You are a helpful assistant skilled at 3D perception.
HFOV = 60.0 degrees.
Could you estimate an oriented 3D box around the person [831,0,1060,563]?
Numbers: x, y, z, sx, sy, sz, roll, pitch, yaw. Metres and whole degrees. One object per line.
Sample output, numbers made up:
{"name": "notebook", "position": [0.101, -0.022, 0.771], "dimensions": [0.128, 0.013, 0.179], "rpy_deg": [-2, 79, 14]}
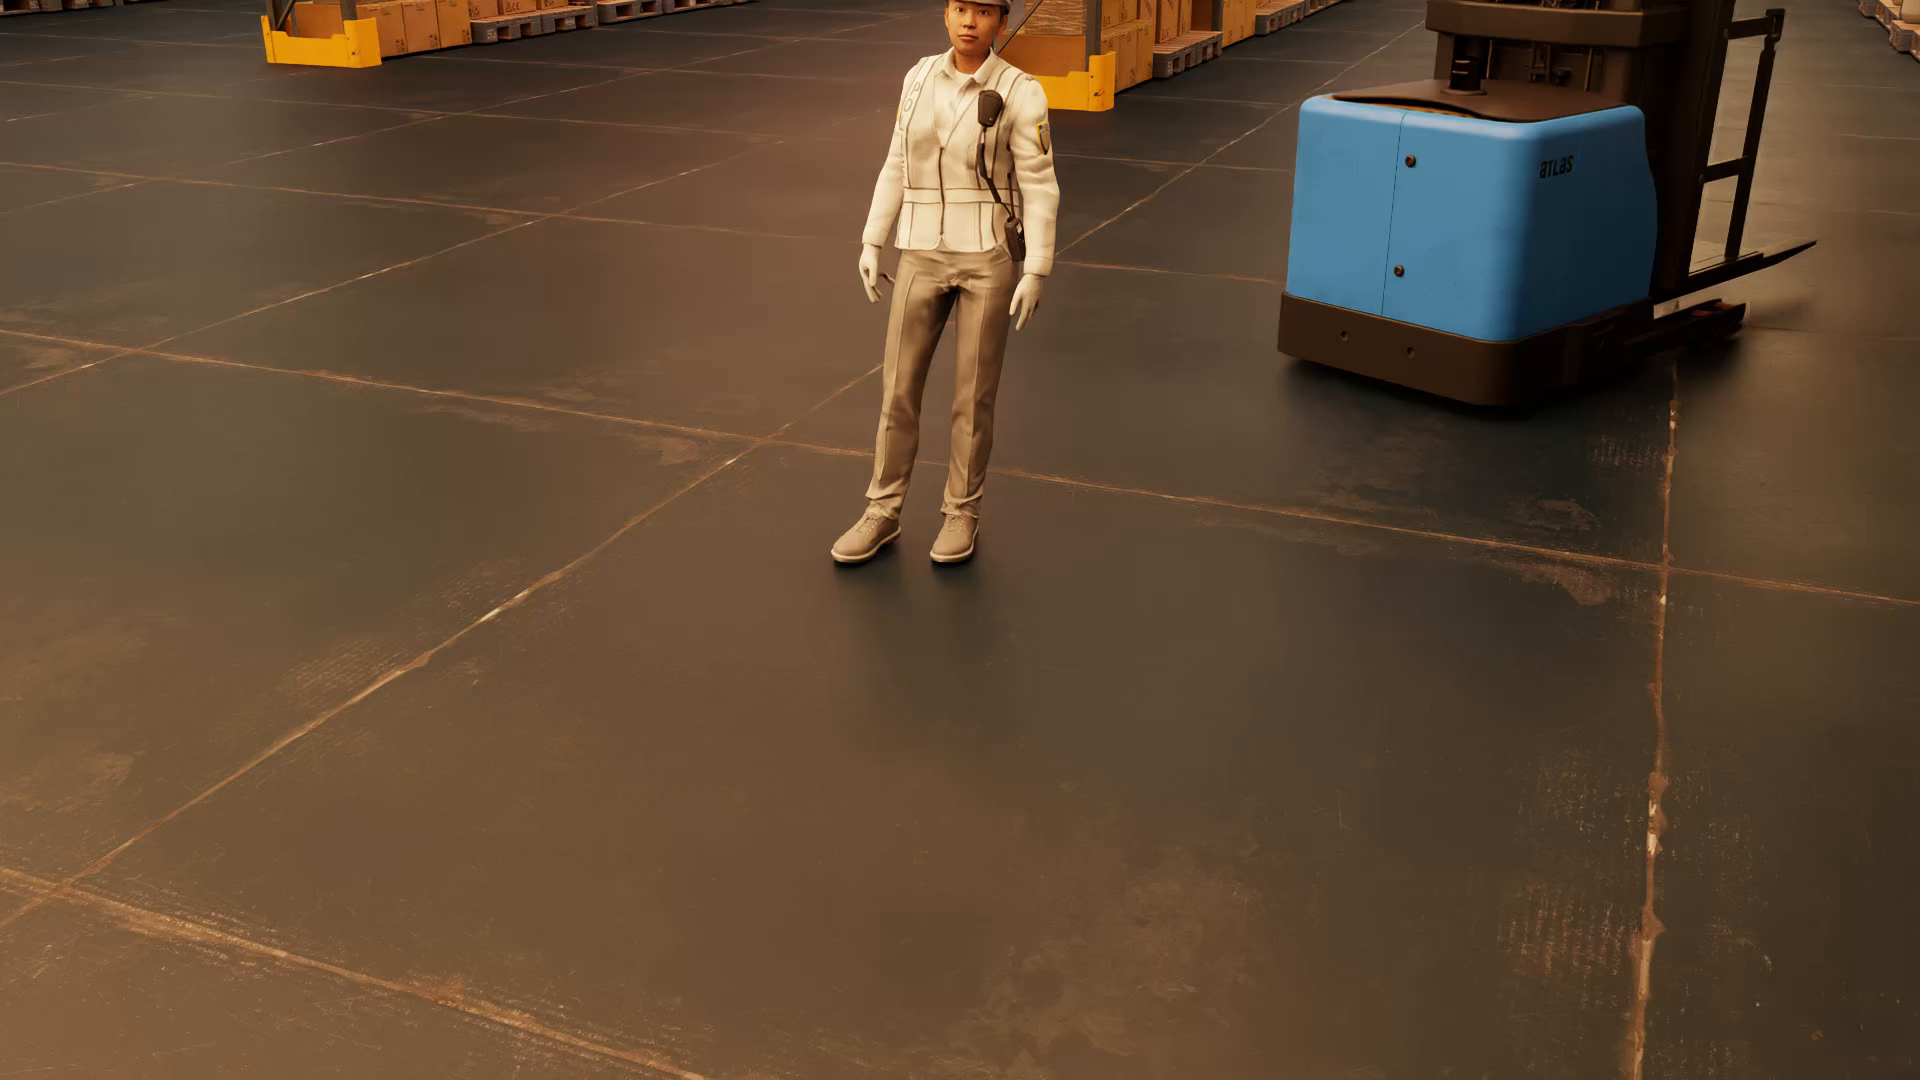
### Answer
{"name": "person", "position": [-0.032, -0.765, 4.707], "dimensions": [0.587, 1.695, 0.531], "rpy_deg": [9, 24, 21]}

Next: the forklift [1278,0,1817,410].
{"name": "forklift", "position": [2.733, -2.292, 6.776], "dimensions": [3.031, 2.935, 1.130], "rpy_deg": [-19, 29, -37]}
